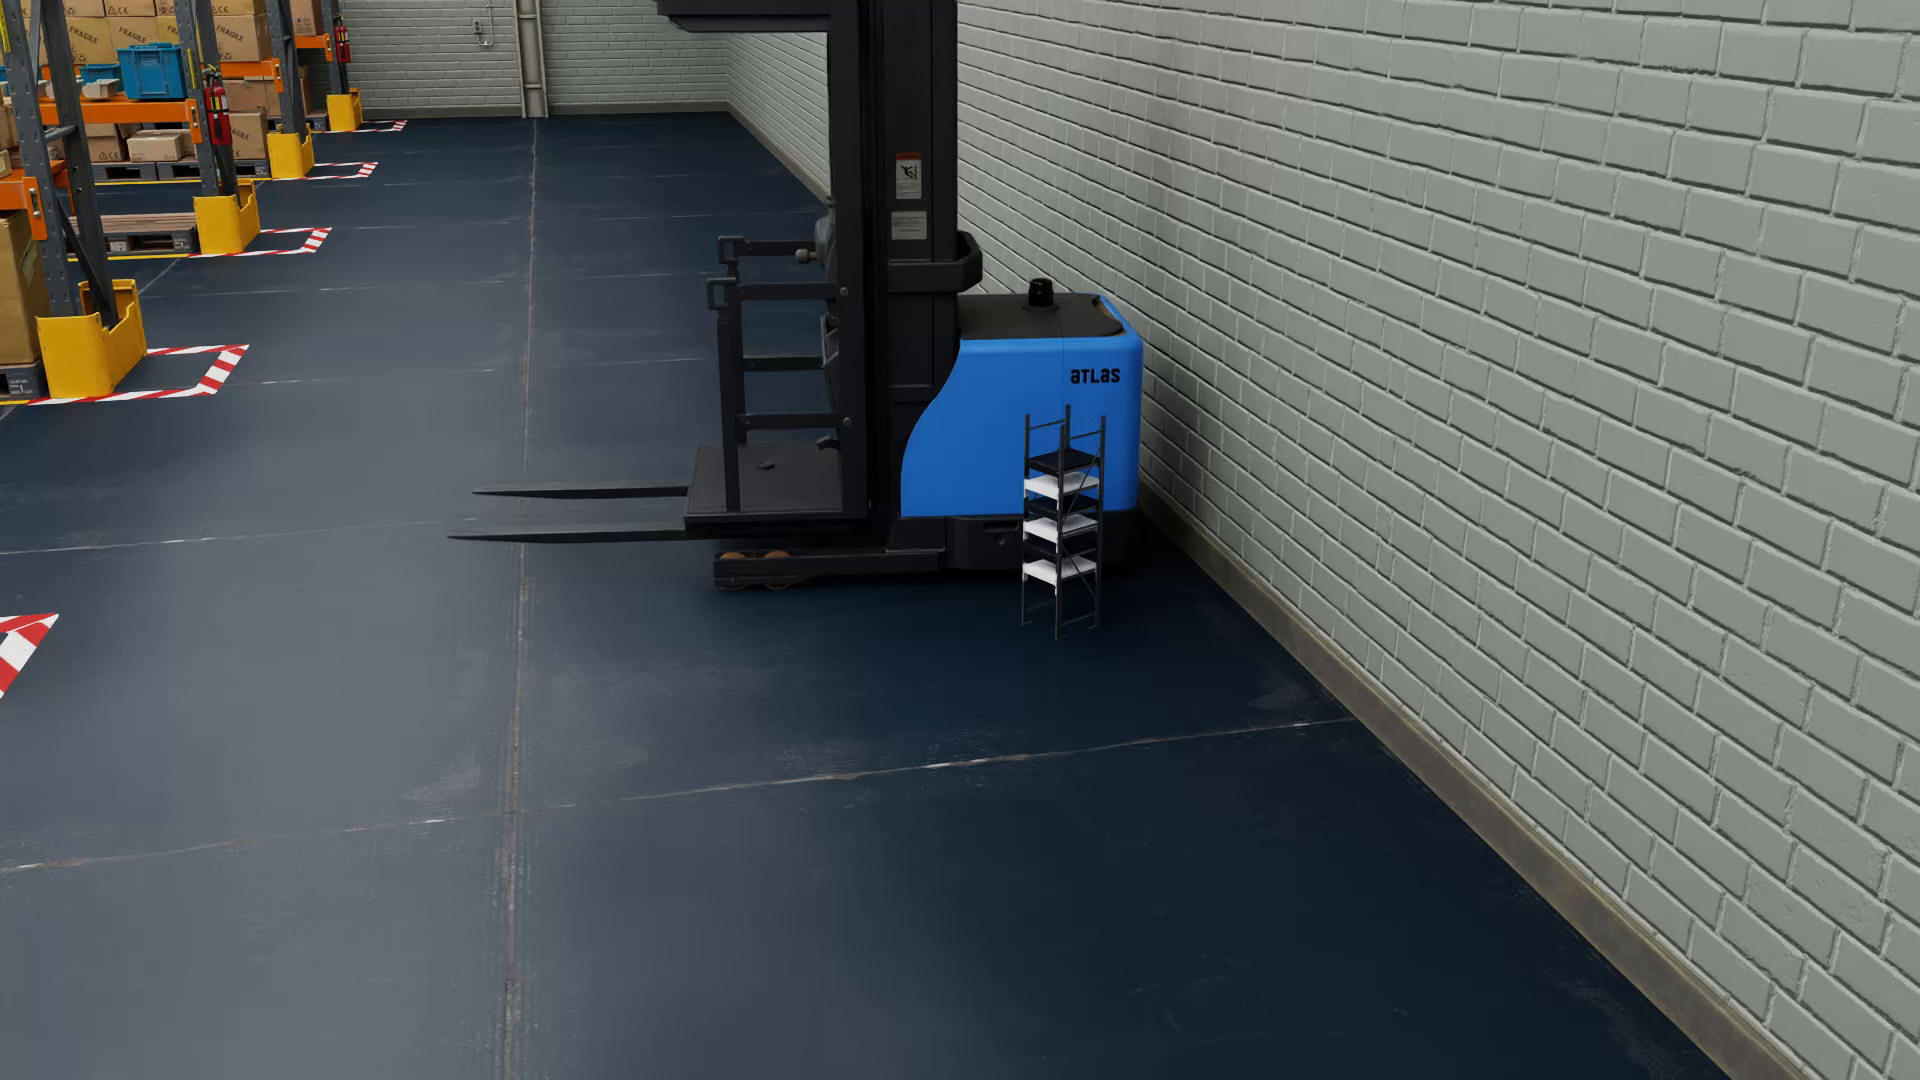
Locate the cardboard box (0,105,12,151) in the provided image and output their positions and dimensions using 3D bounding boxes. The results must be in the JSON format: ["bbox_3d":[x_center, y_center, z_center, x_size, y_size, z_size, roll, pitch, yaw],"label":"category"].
[{"bbox_3d":[-5.972,-2.415,9.833,0.500,0.250,0.500,-5,21,-13],"label":"cardboard box"}]

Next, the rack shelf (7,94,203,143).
[{"bbox_3d":[-8.648,-3.635,14.423,4.000,0.370,1.077,-5,21,-12],"label":"rack shelf"}]

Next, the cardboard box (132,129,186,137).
[{"bbox_3d":[-9.405,-4.678,19.582,0.500,0.250,0.500,-5,21,-12],"label":"cardboard box"}]

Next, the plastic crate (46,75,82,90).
[{"bbox_3d":[-8.009,-4.075,14.874,0.298,0.136,0.250,-5,21,-12],"label":"plastic crate"}]

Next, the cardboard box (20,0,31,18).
[{"bbox_3d":[-10.205,-6.014,18.273,0.500,0.500,0.500,-5,21,-14],"label":"cardboard box"}]

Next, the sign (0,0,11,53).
[{"bbox_3d":[-5.450,-2.946,9.467,0.005,0.325,0.100,-5,21,-12],"label":"sign"}]

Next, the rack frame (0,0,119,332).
[{"bbox_3d":[-5.562,-2.473,10.206,0.127,3.000,1.000,-5,21,-12],"label":"rack frame"}]

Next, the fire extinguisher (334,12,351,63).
[{"bbox_3d":[-8.728,-7.094,23.473,0.183,0.674,0.296,-5,21,-12],"label":"fire extinguisher"}]

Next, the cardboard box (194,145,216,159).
[{"bbox_3d":[-8.725,-4.538,19.323,0.250,0.166,0.380,-5,21,-12],"label":"cardboard box"}]

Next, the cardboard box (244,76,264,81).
[{"bbox_3d":[-9.971,-6.595,23.538,0.250,0.149,0.380,-4,21,-11],"label":"cardboard box"}]

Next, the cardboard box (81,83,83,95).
[{"bbox_3d":[-12.122,-6.179,23.346,0.500,0.500,0.700,-4,21,-12],"label":"cardboard box"}]

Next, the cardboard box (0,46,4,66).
[{"bbox_3d":[-10.674,-5.511,18.352,0.500,0.500,0.500,-4,21,-12],"label":"cardboard box"}]

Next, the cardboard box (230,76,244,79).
[{"bbox_3d":[-10.300,-6.704,23.834,0.250,0.149,0.380,-4,21,-12],"label":"cardboard box"}]

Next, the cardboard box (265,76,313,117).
[{"bbox_3d":[-9.639,-6.382,23.900,0.500,0.500,0.700,-5,21,-12],"label":"cardboard box"}]

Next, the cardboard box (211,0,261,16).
[{"bbox_3d":[-8.207,-6.179,18.722,0.500,0.500,0.500,-5,21,-13],"label":"cardboard box"}]

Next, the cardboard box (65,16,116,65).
[{"bbox_3d":[-9.692,-5.590,18.569,0.500,0.500,0.500,-5,21,-13],"label":"cardboard box"}]

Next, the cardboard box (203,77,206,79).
[{"bbox_3d":[-10.797,-6.663,23.722,0.250,0.149,0.380,-4,21,-12],"label":"cardboard box"}]

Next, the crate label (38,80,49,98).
[{"bbox_3d":[-8.004,-3.862,14.293,0.243,0.136,0.396,-5,21,-12],"label":"crate label"}]

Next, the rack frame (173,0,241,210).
[{"bbox_3d":[-6.701,-4.131,14.732,0.127,3.000,1.000,-5,21,-12],"label":"rack frame"}]

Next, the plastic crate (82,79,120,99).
[{"bbox_3d":[-7.453,-3.911,14.425,0.243,0.136,0.396,-5,21,-12],"label":"plastic crate"}]

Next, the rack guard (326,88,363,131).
[{"bbox_3d":[-8.958,-6.276,24.220,0.348,0.500,1.175,-5,21,-12],"label":"rack guard"}]

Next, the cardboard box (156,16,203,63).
[{"bbox_3d":[-8.715,-5.668,18.781,0.500,0.500,0.500,-4,21,-12],"label":"cardboard box"}]

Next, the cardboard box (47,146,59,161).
[{"bbox_3d":[-10.433,-4.382,18.895,0.250,0.166,0.380,-5,21,-12],"label":"cardboard box"}]

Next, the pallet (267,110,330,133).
[{"bbox_3d":[-9.741,-6.049,24.020,1.213,0.211,1.003,-5,21,-12],"label":"pallet"}]

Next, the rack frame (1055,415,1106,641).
[{"bbox_3d":[0.479,-0.043,6.623,0.240,0.900,0.006,-16,25,-37],"label":"rack frame"}]

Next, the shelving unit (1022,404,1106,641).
[{"bbox_3d":[0.414,-0.070,6.696,0.258,0.900,0.210,-16,25,-37],"label":"shelving unit"}]

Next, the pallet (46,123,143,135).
[{"bbox_3d":[-12.116,-5.856,23.493,1.213,0.211,1.003,-5,21,-12],"label":"pallet"}]

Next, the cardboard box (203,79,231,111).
[{"bbox_3d":[-10.616,-6.302,23.682,0.500,0.500,0.700,-5,21,-14],"label":"cardboard box"}]

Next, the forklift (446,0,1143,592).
[{"bbox_3d":[-0.751,-1.344,7.221,3.031,2.935,1.130,-2,20,-5],"label":"forklift"}]

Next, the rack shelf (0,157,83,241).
[{"bbox_3d":[-7.508,-1.977,9.897,4.000,0.370,1.077,-5,21,-12],"label":"rack shelf"}]

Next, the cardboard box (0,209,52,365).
[{"bbox_3d":[-6.166,-1.596,10.288,0.875,0.875,0.875,-5,21,-12],"label":"cardboard box"}]

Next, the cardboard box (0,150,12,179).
[{"bbox_3d":[-5.832,-2.217,9.871,0.250,0.149,0.380,-4,21,-11],"label":"cardboard box"}]

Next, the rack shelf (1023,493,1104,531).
[{"bbox_3d":[0.414,-0.123,6.677,0.258,0.077,0.200,-16,25,-37],"label":"rack shelf"}]

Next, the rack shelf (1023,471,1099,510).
[{"bbox_3d":[0.414,-0.207,6.646,0.258,0.077,0.200,-16,25,-37],"label":"rack shelf"}]

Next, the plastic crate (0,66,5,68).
[{"bbox_3d":[-8.591,-4.044,14.648,0.300,0.233,0.416,-5,21,-12],"label":"plastic crate"}]

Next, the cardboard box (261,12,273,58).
[{"bbox_3d":[-8.330,-5.890,19.387,0.500,0.500,0.500,-4,21,-11],"label":"cardboard box"}]

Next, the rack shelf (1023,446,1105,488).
[{"bbox_3d":[0.414,-0.292,6.615,0.258,0.077,0.200,-16,25,-37],"label":"rack shelf"}]

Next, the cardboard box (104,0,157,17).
[{"bbox_3d":[-9.202,-6.096,18.496,0.500,0.500,0.500,-4,21,-11],"label":"cardboard box"}]

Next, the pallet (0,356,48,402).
[{"bbox_3d":[-6.322,-1.075,10.441,1.213,0.211,1.003,-5,21,-12],"label":"pallet"}]

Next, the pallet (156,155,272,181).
[{"bbox_3d":[-8.687,-4.411,19.549,1.213,0.211,1.003,-5,21,-12],"label":"pallet"}]

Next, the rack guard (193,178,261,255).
[{"bbox_3d":[-6.681,-2.964,15.179,0.348,0.500,1.175,-5,21,-12],"label":"rack guard"}]

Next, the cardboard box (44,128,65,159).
[{"bbox_3d":[-10.511,-4.617,19.326,0.500,0.311,0.500,-5,21,-12],"label":"cardboard box"}]

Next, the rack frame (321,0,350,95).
[{"bbox_3d":[-8.981,-7.448,23.785,0.127,3.000,1.000,-5,21,-12],"label":"rack frame"}]
